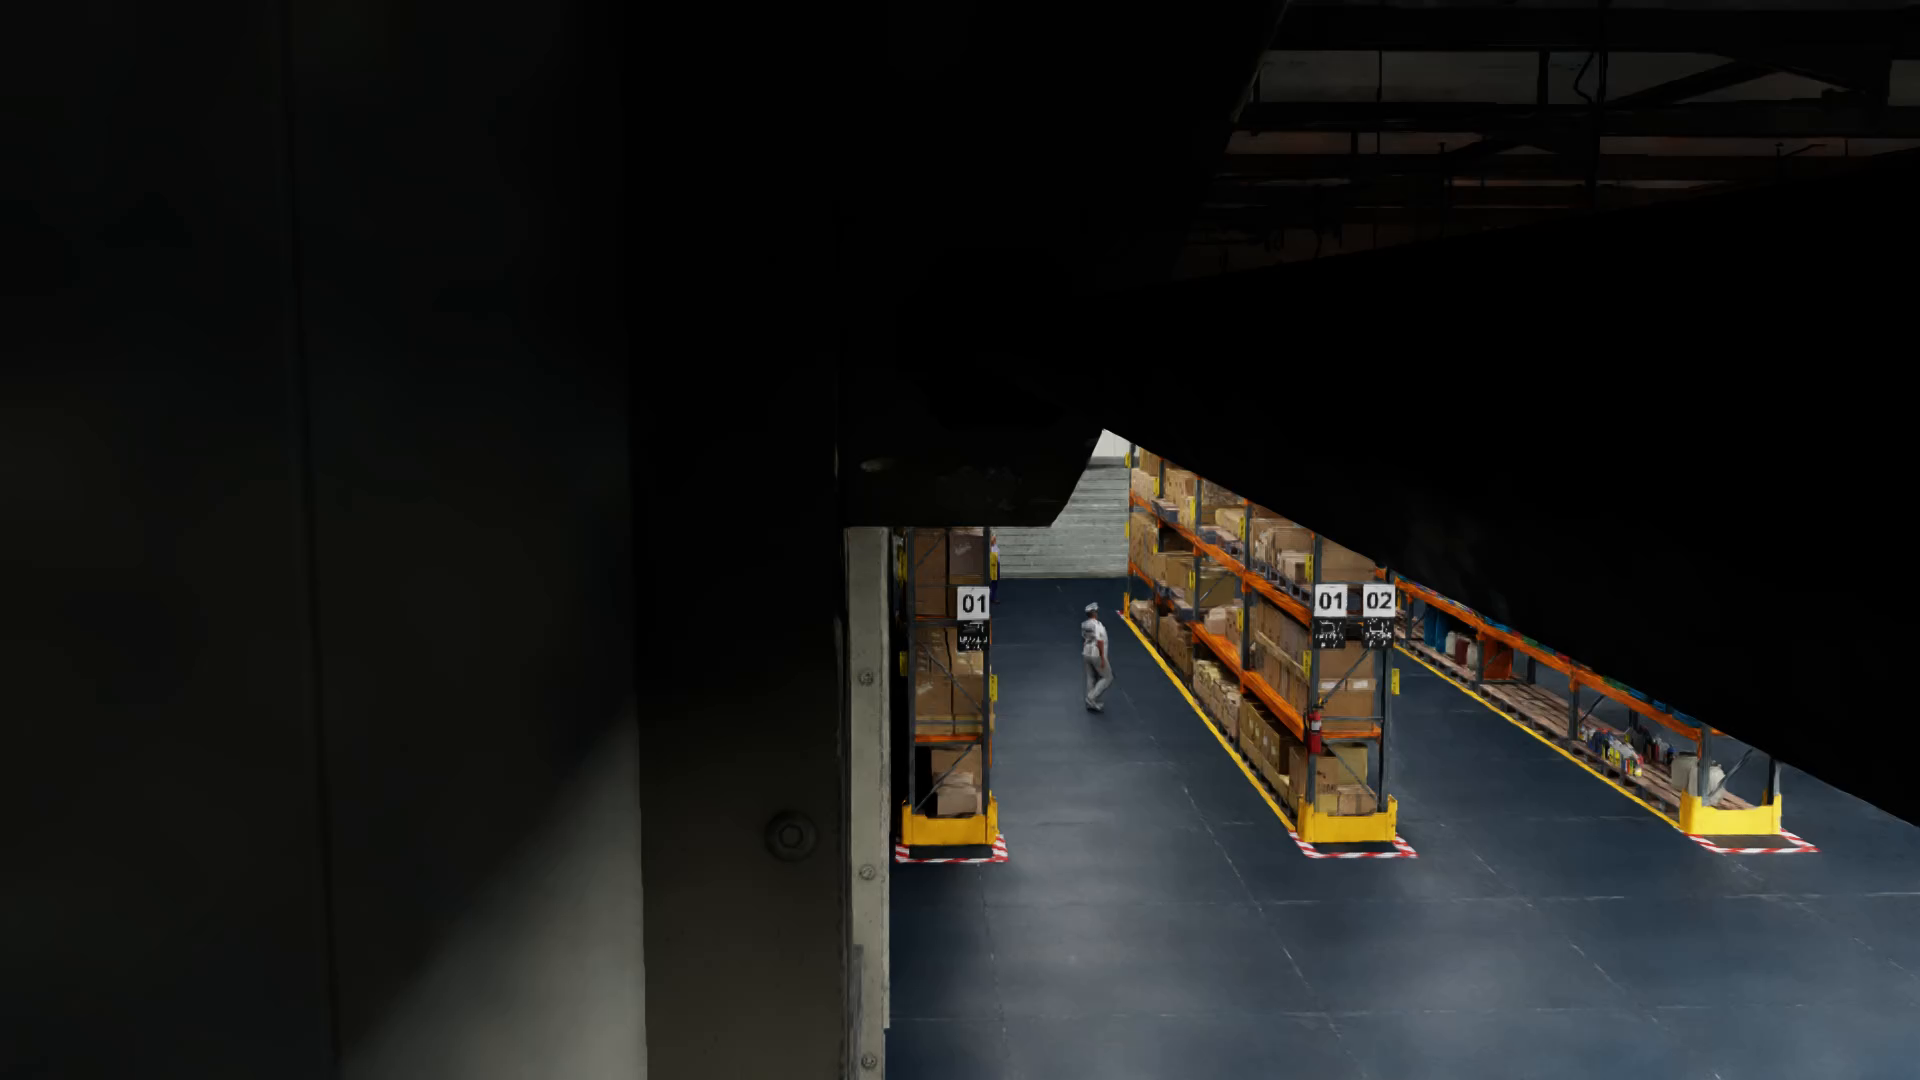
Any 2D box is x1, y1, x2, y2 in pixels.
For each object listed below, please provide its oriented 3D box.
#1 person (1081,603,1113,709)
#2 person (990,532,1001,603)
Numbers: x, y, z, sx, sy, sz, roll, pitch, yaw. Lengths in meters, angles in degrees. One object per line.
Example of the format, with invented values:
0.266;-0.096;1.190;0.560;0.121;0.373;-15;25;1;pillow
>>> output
2.230;1.935;27.568;0.470;1.754;0.588;-4;9;-31;person
0.591;0.648;38.095;0.483;1.643;0.675;7;10;43;person
